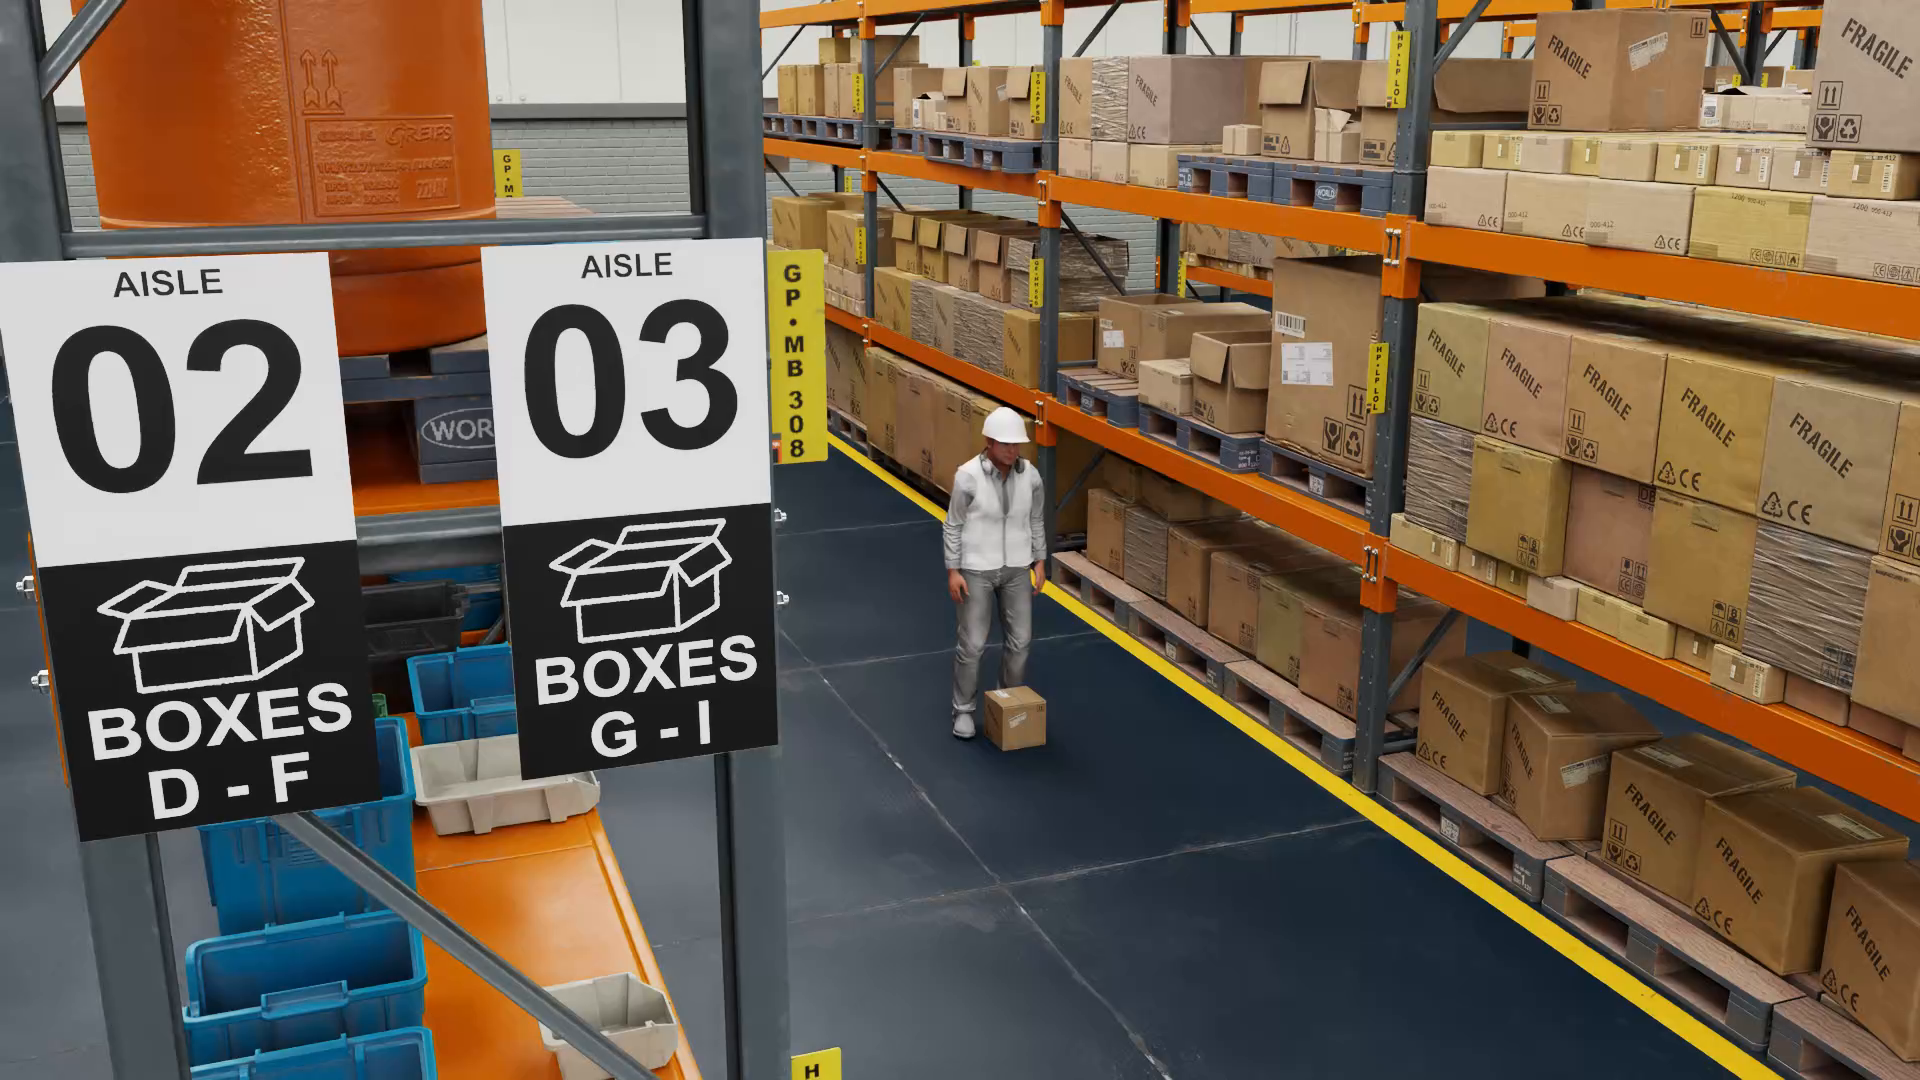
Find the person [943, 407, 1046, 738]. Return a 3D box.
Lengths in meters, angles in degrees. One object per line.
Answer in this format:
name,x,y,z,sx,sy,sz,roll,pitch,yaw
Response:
person,0.194,0.156,8.911,0.581,1.771,0.464,-6,17,-20
